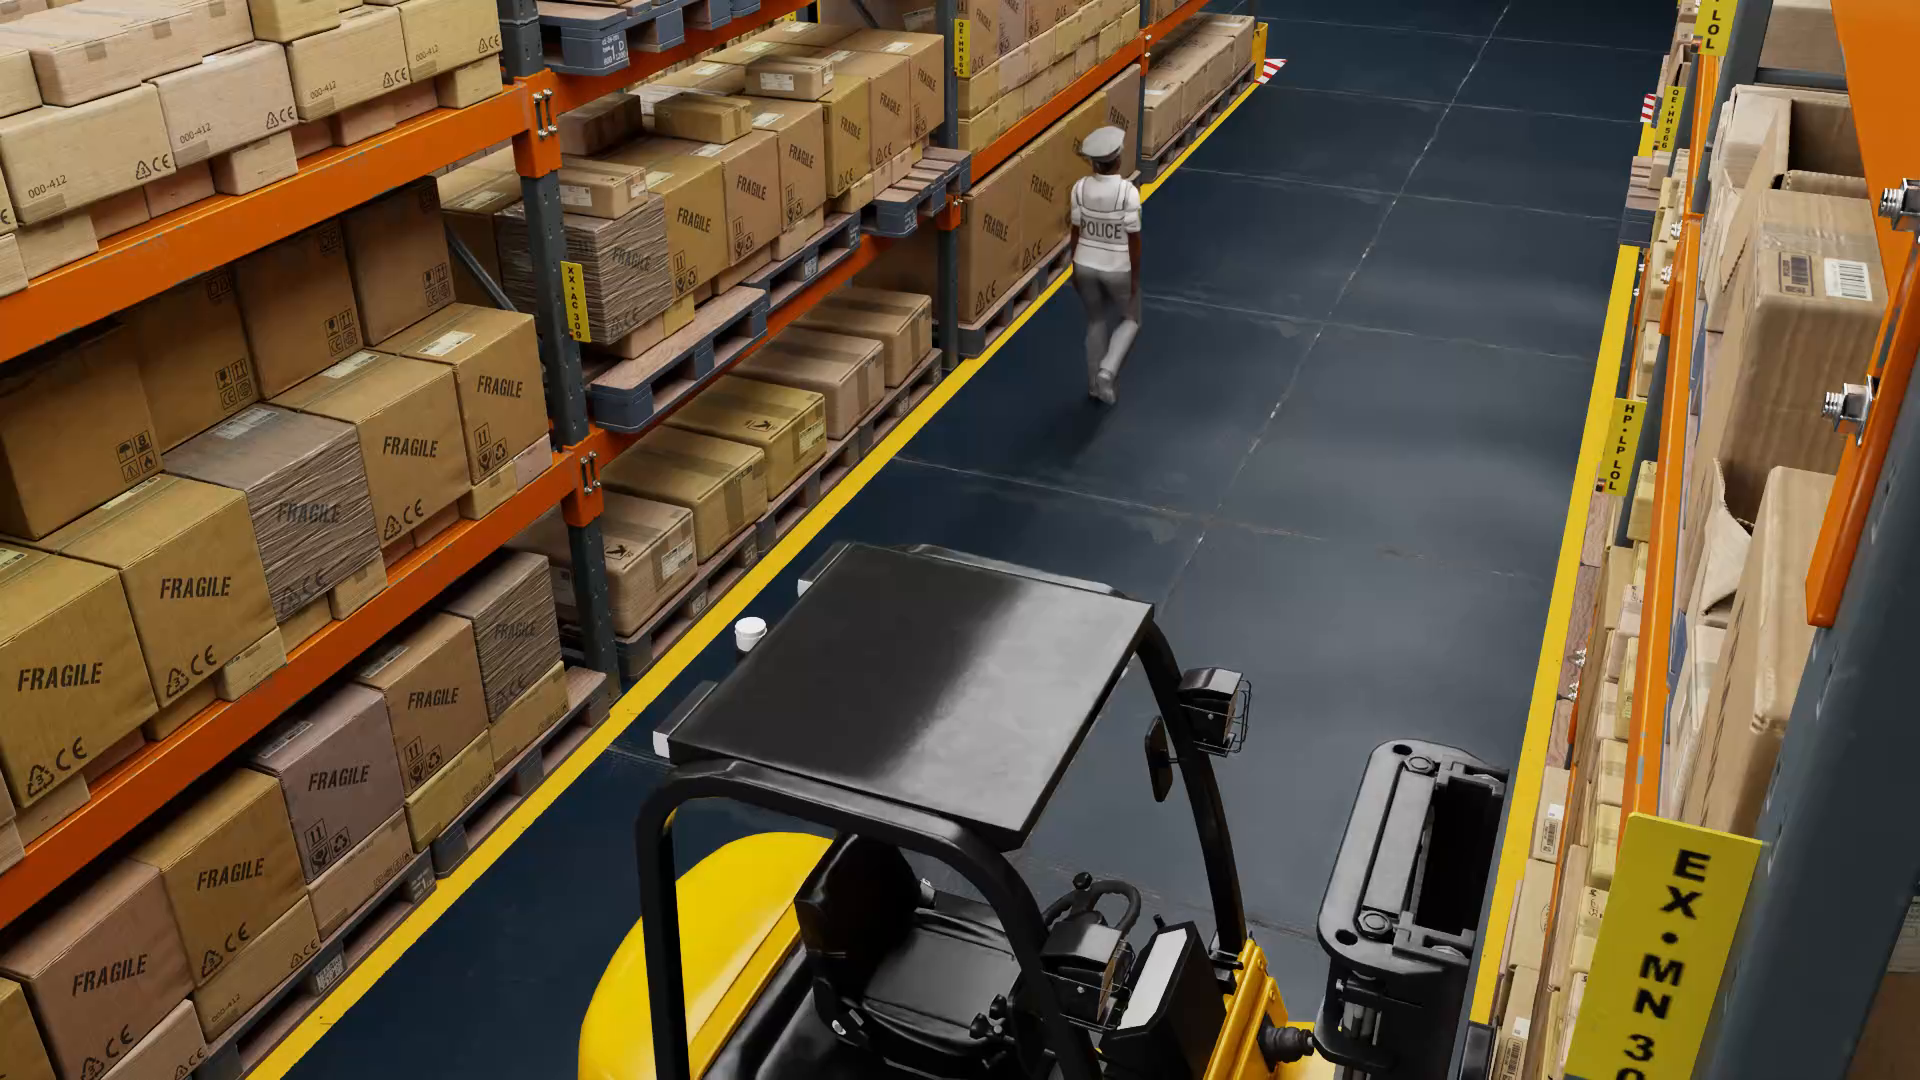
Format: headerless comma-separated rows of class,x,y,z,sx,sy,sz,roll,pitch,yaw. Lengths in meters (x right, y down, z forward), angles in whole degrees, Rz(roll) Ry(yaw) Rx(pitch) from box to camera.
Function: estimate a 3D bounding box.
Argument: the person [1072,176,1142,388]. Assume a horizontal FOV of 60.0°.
person,0.860,-1.518,9.913,0.390,1.347,0.446,12,32,21
